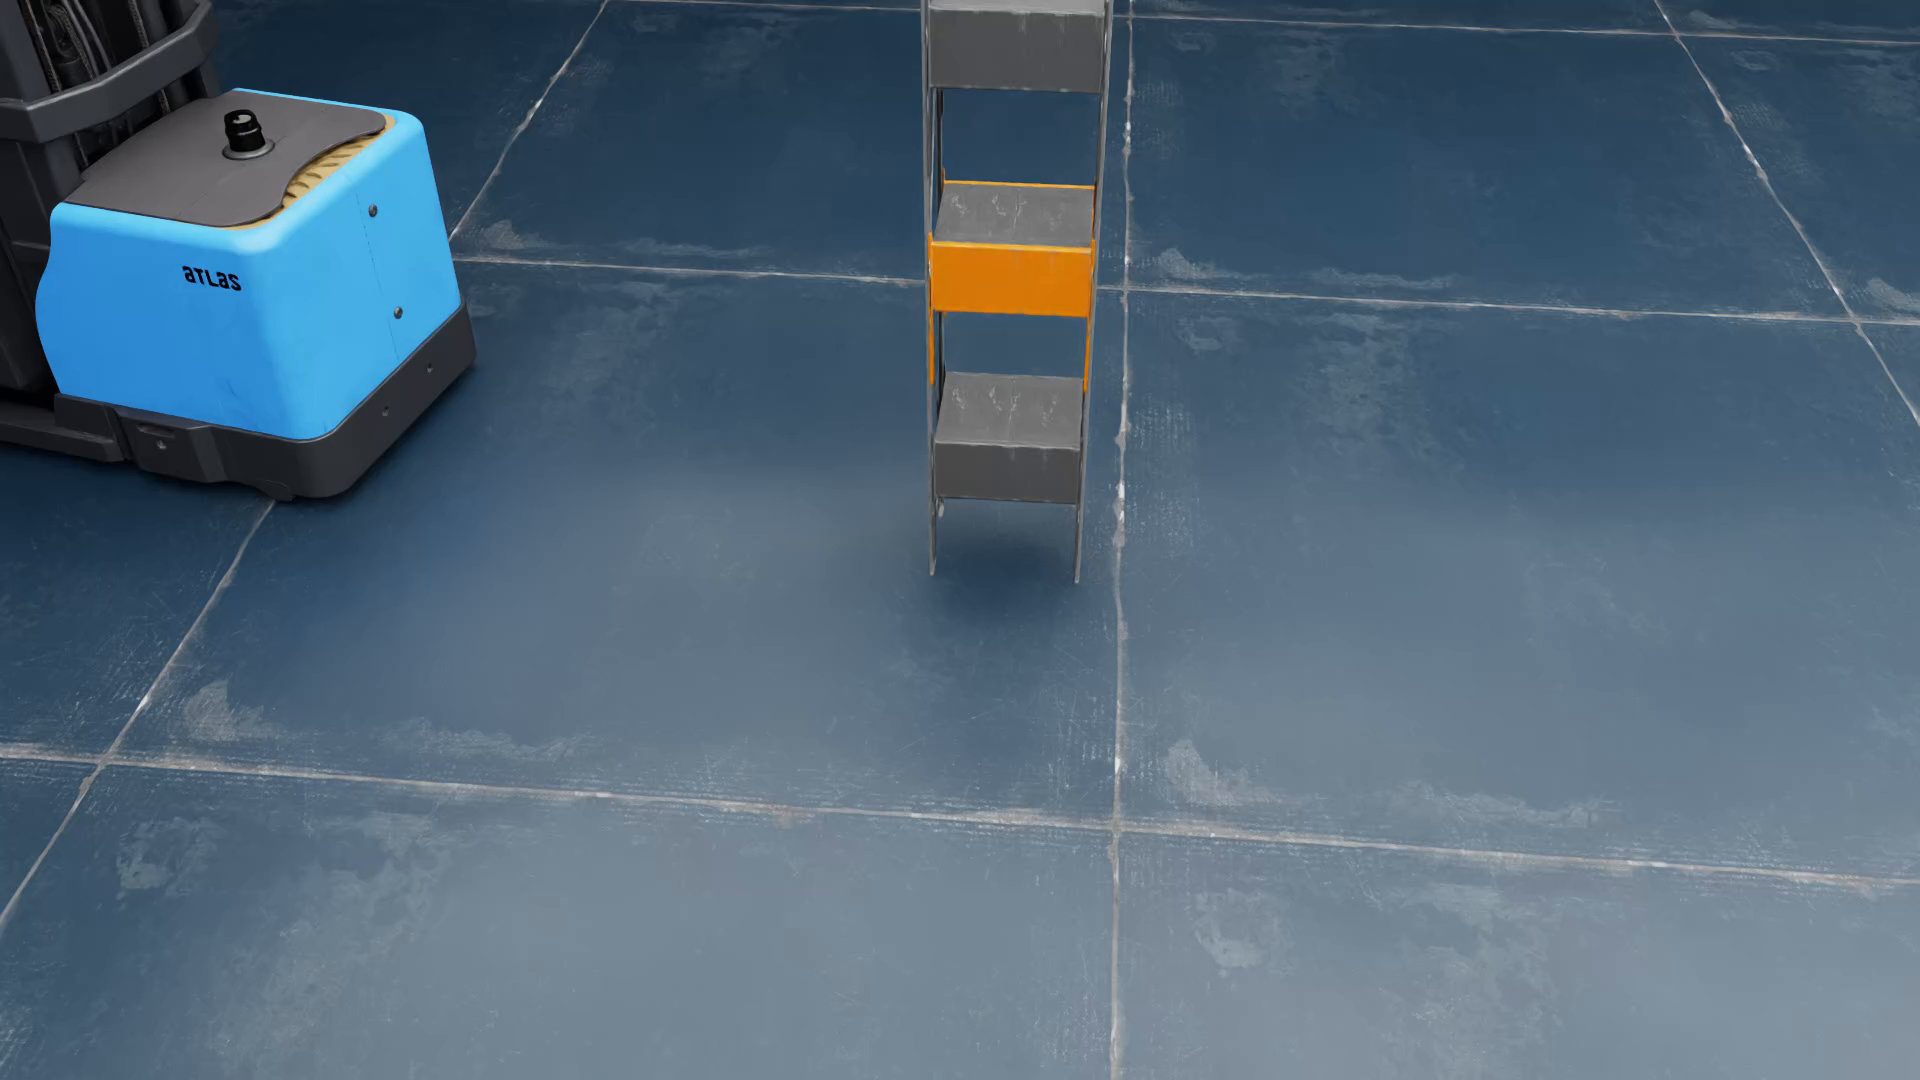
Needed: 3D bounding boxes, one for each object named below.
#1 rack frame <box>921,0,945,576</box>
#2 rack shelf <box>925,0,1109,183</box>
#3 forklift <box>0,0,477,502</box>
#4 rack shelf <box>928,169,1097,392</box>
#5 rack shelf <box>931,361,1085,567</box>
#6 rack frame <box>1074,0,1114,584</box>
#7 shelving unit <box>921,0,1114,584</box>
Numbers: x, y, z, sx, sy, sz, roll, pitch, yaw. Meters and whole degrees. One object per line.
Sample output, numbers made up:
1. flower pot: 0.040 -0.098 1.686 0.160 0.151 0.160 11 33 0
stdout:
1. rack frame: -0.078 -0.819 5.092 0.015 2.100 0.400 3 39 4
2. rack shelf: 0.165 -1.338 4.643 0.480 0.518 0.431 3 39 4
3. forklift: -3.472 -1.807 5.648 3.031 2.935 1.130 11 40 13
4. rack shelf: 0.165 -0.795 5.085 0.480 0.518 0.431 3 39 4
5. rack shelf: 0.165 -0.252 5.527 0.480 0.518 0.431 3 39 4
6. rack frame: 0.408 -0.792 5.060 0.015 2.100 0.400 3 39 4
7. shelving unit: 0.165 -0.805 5.076 0.503 2.100 0.431 3 39 4
